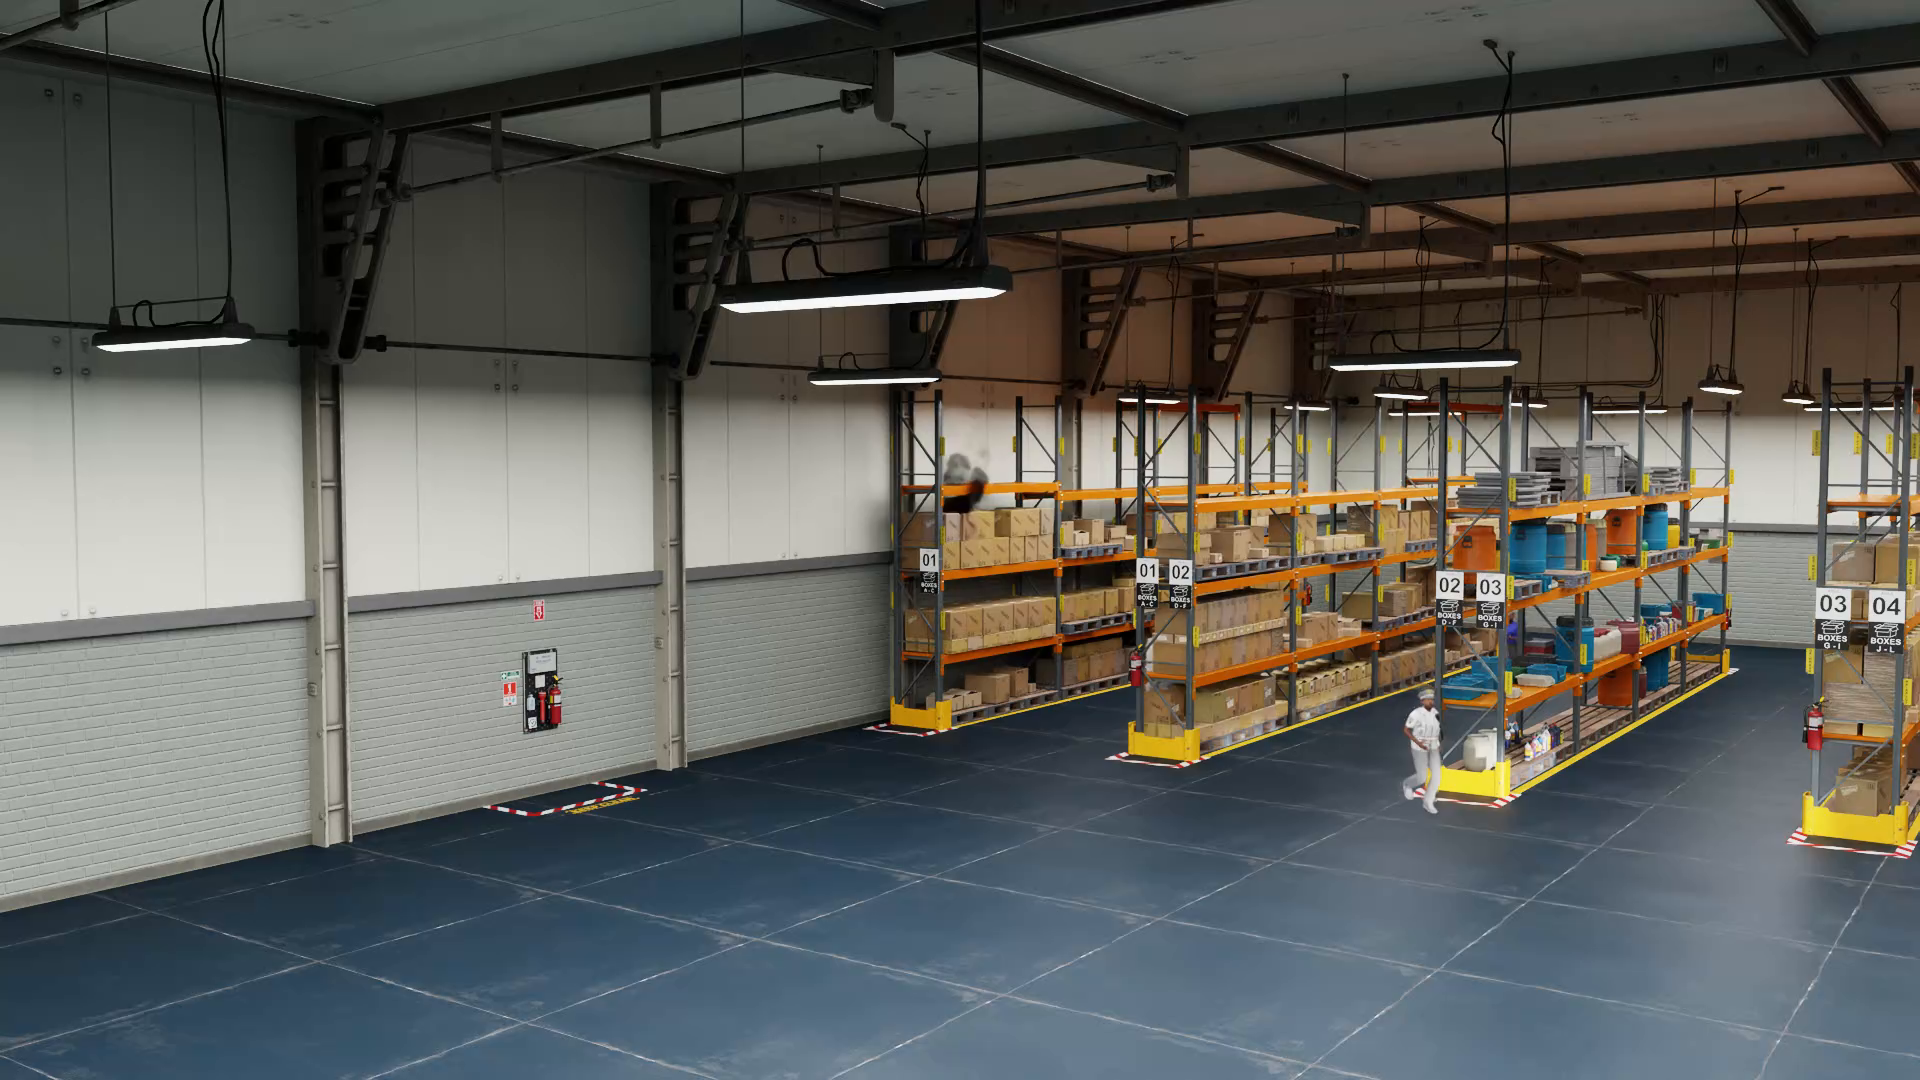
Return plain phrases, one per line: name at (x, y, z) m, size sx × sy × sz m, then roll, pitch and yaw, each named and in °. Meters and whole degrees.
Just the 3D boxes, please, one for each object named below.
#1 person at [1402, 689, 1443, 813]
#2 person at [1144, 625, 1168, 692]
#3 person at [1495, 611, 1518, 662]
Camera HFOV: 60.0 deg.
person at (6.394, 2.887, 22.980) m, size 0.593 × 1.699 × 0.654 m, roll -1°, pitch 3°, yaw -19°
person at (3.536, 2.406, 29.868) m, size 0.671 × 1.819 × 0.897 m, roll 1°, pitch 3°, yaw 23°
person at (11.164, 2.281, 33.844) m, size 0.545 × 1.707 × 0.768 m, roll 1°, pitch 3°, yaw 21°
